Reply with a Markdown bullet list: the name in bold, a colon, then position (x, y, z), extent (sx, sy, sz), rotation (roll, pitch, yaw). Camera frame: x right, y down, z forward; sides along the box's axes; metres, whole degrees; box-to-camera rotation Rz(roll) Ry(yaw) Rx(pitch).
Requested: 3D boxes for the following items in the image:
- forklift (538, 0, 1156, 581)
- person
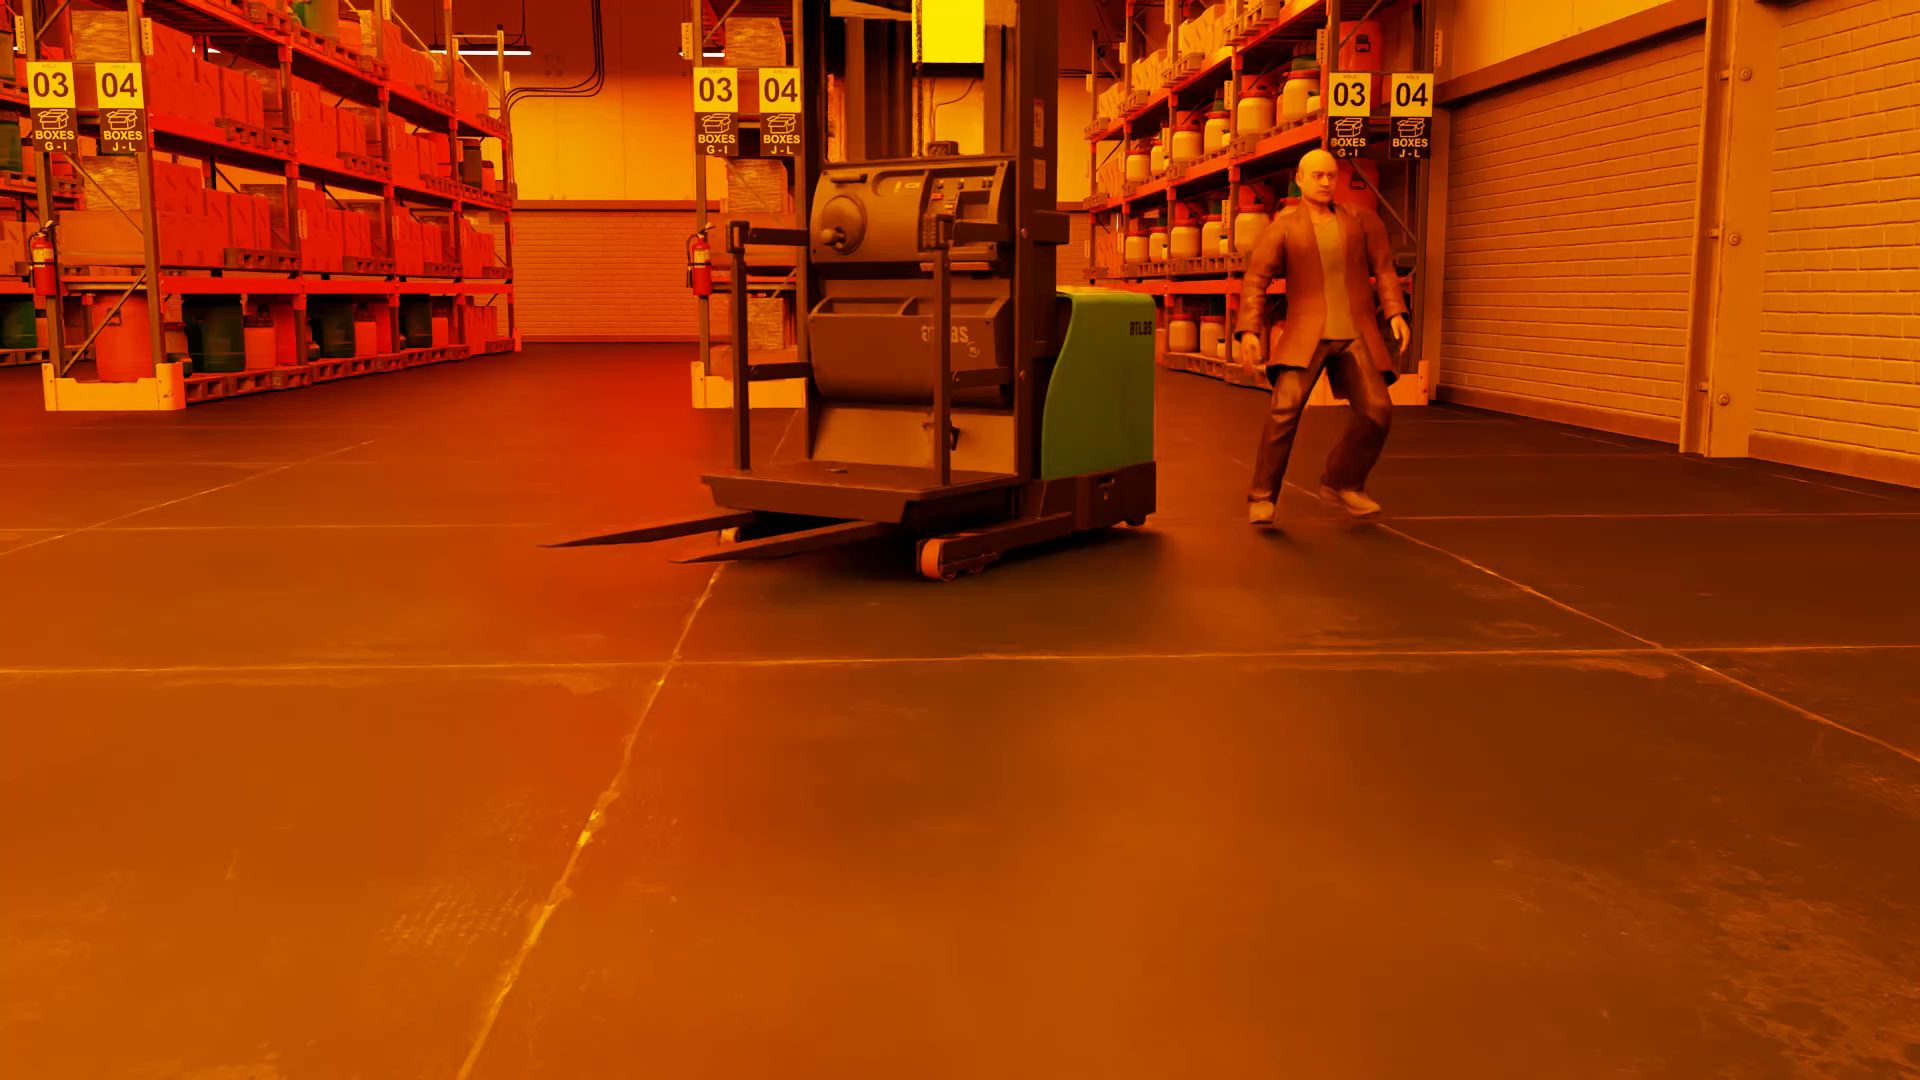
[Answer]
- **forklift**: position (-0.331, -1.372, 6.570), extent (1.130, 2.935, 3.031), rotation (6, 10, 33)
- **person**: position (1.645, -0.923, 7.565), extent (0.806, 1.690, 0.596), rotation (0, 8, 1)
